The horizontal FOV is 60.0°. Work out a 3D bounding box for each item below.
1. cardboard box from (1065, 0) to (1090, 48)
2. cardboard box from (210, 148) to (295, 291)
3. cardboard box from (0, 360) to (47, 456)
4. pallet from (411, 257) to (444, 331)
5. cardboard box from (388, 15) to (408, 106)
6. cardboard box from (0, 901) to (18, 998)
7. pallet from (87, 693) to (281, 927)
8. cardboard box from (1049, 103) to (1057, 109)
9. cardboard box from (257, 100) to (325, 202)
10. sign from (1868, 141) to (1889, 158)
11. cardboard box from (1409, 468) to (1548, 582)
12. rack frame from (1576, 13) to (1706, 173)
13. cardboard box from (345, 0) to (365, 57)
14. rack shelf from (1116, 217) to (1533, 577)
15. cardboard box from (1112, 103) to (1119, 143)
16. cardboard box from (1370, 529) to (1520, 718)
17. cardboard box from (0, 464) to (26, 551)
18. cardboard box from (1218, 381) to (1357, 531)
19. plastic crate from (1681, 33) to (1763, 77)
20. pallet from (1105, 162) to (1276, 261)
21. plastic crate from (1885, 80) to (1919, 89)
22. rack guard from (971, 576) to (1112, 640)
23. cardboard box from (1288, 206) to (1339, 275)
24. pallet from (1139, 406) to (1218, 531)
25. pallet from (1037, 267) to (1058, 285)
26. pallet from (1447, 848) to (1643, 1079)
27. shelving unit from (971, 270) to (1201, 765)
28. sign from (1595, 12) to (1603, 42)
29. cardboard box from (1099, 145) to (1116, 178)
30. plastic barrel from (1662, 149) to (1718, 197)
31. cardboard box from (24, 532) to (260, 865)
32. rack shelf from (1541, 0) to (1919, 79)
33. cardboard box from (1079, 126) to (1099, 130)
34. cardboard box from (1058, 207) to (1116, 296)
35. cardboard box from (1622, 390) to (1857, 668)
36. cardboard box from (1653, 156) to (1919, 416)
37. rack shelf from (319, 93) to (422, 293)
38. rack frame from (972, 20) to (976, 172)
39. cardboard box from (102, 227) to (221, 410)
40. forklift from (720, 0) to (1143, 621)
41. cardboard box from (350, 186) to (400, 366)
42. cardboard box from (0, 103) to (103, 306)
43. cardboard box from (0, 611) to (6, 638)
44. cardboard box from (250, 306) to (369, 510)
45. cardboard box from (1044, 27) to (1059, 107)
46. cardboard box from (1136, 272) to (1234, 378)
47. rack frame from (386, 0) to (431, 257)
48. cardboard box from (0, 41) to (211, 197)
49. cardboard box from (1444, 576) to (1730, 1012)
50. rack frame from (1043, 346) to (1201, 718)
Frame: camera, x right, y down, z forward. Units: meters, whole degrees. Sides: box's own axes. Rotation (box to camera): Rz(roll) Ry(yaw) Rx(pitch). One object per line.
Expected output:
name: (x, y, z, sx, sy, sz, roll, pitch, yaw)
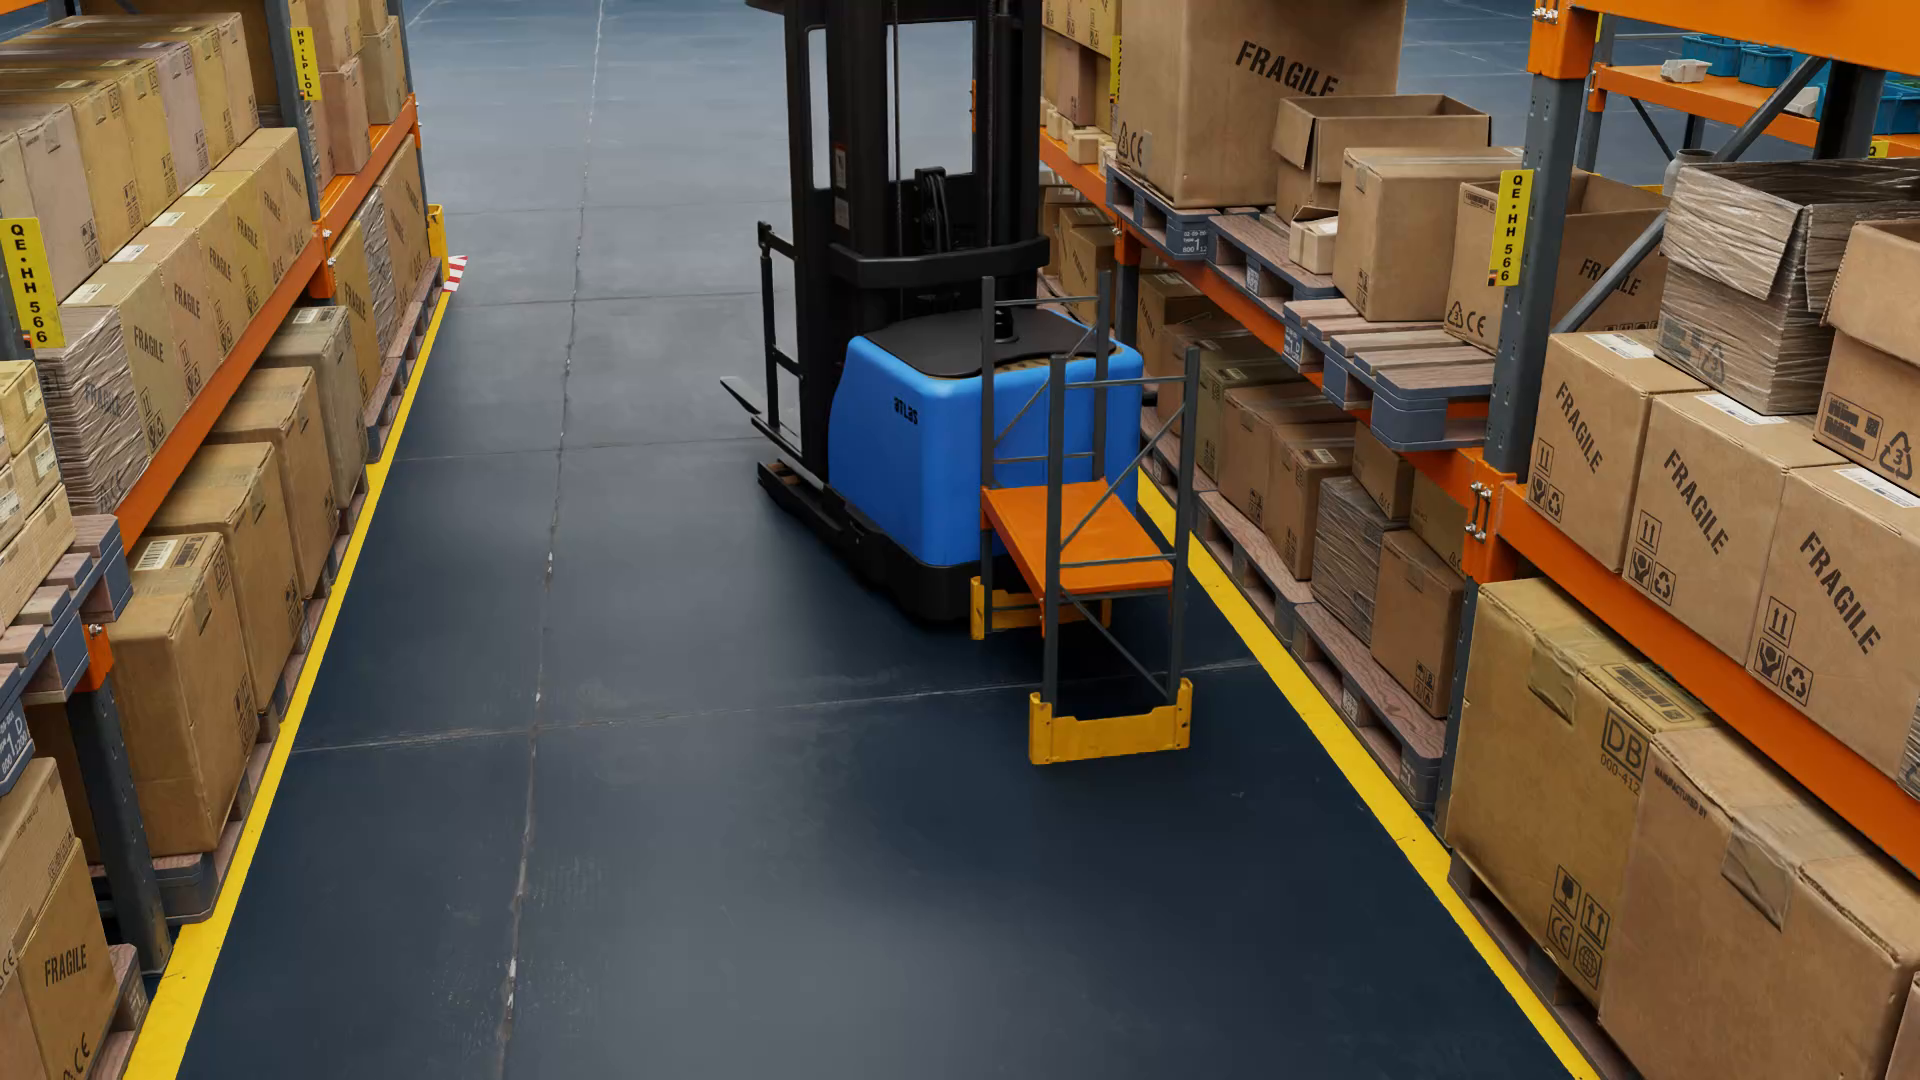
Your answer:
cardboard box: (0.884, -2.986, 9.093, 0.500, 0.500, 0.500, -4, 24, -10)
cardboard box: (-3.109, -1.326, 6.914, 0.500, 0.500, 0.500, -5, 24, -10)
cardboard box: (-2.281, -0.283, 3.695, 0.380, 0.149, 0.250, -5, 24, -12)
pallet: (-4.077, -1.652, 11.268, 1.003, 0.211, 1.213, -4, 24, -10)
cardboard box: (-4.188, -3.164, 11.060, 0.875, 0.550, 0.550, -4, 24, -10)
cardboard box: (-2.334, 0.965, 3.453, 0.500, 0.250, 0.500, -4, 24, -9)
pallet: (-2.894, 0.871, 5.493, 1.003, 0.211, 1.213, -4, 24, -10)
cardboard box: (0.769, -2.635, 10.349, 0.380, 0.149, 0.250, -4, 24, -10)
cardboard box: (-3.642, -1.878, 8.114, 0.875, 0.550, 0.550, -4, 24, -10)
sign: (2.616, -0.992, 4.826, 0.100, 0.325, 0.005, -4, 24, -10)
cardboard box: (1.918, -0.080, 5.822, 0.500, 0.250, 0.500, -3, 24, -8)
rack frame: (5.459, -3.932, 13.005, 1.000, 3.000, 0.127, -4, 24, -10)
cardboard box: (-3.883, -3.014, 9.367, 0.875, 0.550, 0.500, -4, 24, -10)
rack shelf: (1.701, -0.876, 6.906, 1.077, 0.370, 4.000, -4, 24, -10)
cardboard box: (1.309, -2.356, 8.900, 0.875, 0.500, 0.500, -4, 24, -10)
cardboard box: (1.927, 0.263, 5.973, 0.700, 0.500, 0.500, -6, 24, -13)
cardboard box: (-2.232, -0.040, 3.511, 0.380, 0.149, 0.250, -3, 24, -8)
cardboard box: (1.597, -0.396, 7.483, 0.700, 0.500, 0.500, -6, 24, -14)
plastic crate: (5.846, -3.689, 12.635, 0.499, 0.251, 0.616, -4, 24, -10)
pallet: (1.330, -1.593, 7.889, 1.003, 0.211, 1.213, -4, 24, -10)
plastic crate: (6.225, -2.816, 10.716, 0.450, 0.188, 0.662, -4, 24, -10)
rack guard: (0.336, 0.258, 6.846, 0.587, 0.250, 0.087, -5, 24, -11)
cardboard box: (1.497, -1.186, 6.360, 0.396, 0.266, 0.258, -5, 24, -11)
pallet: (1.477, -0.408, 8.421, 1.003, 0.211, 1.213, -4, 24, -10)
pallet: (0.721, -1.936, 11.918, 1.003, 0.211, 1.213, -4, 24, -10)
pallet: (2.143, 1.175, 4.796, 1.003, 0.211, 1.213, -4, 24, -10)
shelving unit: (0.437, -0.119, 6.149, 0.587, 1.500, 1.083, -5, 24, -11)
sign: (4.918, -4.020, 12.861, 0.100, 0.325, 0.005, -4, 24, -10)
cardboard box: (0.966, -2.039, 8.984, 0.380, 0.149, 0.250, -4, 24, -10)
plastic barrel: (5.656, -2.731, 12.839, 0.421, 0.512, 0.421, 0, 24, 0)
cardboard box: (-2.846, 0.501, 5.142, 1.050, 0.750, 0.750, -5, 24, -10)
rack shelf: (2.441, -0.677, 2.704, 1.077, 0.370, 4.000, -4, 24, -10)
cardboard box: (0.906, -2.340, 9.674, 0.380, 0.149, 0.250, -4, 24, -10)
cardboard box: (0.932, -1.885, 10.917, 0.500, 0.500, 0.500, -2, 24, -5)
cardboard box: (1.991, -0.051, 3.993, 0.500, 0.500, 0.500, -5, 24, -11)
cardboard box: (2.190, -0.636, 4.079, 0.797, 0.503, 0.637, -3, 24, -8)
rack shelf: (-3.932, -2.122, 9.759, 1.077, 0.370, 4.000, -4, 24, -10)
rack frame: (0.592, -3.566, 12.166, 1.000, 3.000, 0.127, -4, 24, -10)
cardboard box: (-2.829, -0.732, 5.553, 0.500, 0.500, 0.500, -4, 24, -10)
forklift: (-0.347, -1.566, 7.673, 1.130, 2.935, 3.031, -12, 26, -25)
cardboard box: (-3.780, -1.490, 9.545, 0.875, 0.875, 0.875, -4, 24, -9)
cardboard box: (-2.990, -0.972, 4.853, 0.700, 0.500, 0.500, -5, 24, -11)
cardboard box: (-2.187, 0.190, 3.356, 0.380, 0.149, 0.250, -4, 24, -9)
cardboard box: (-3.359, -0.589, 7.637, 1.050, 0.750, 0.750, -4, 24, -10)
cardboard box: (1.008, -2.944, 10.247, 0.875, 0.500, 0.500, -4, 24, -10)
cardboard box: (1.297, -1.199, 9.347, 0.500, 0.500, 0.500, -5, 24, -11)
rack frame: (-4.301, -3.238, 11.417, 1.000, 3.000, 0.127, -4, 24, -10)
cardboard box: (-3.274, -1.573, 6.230, 0.700, 0.500, 0.500, -4, 24, -9)
cardboard box: (2.178, 0.635, 4.677, 1.225, 0.875, 0.875, -5, 24, -12)
rack frame: (0.540, 0.076, 5.701, 0.500, 1.500, 0.032, -5, 24, -11)
